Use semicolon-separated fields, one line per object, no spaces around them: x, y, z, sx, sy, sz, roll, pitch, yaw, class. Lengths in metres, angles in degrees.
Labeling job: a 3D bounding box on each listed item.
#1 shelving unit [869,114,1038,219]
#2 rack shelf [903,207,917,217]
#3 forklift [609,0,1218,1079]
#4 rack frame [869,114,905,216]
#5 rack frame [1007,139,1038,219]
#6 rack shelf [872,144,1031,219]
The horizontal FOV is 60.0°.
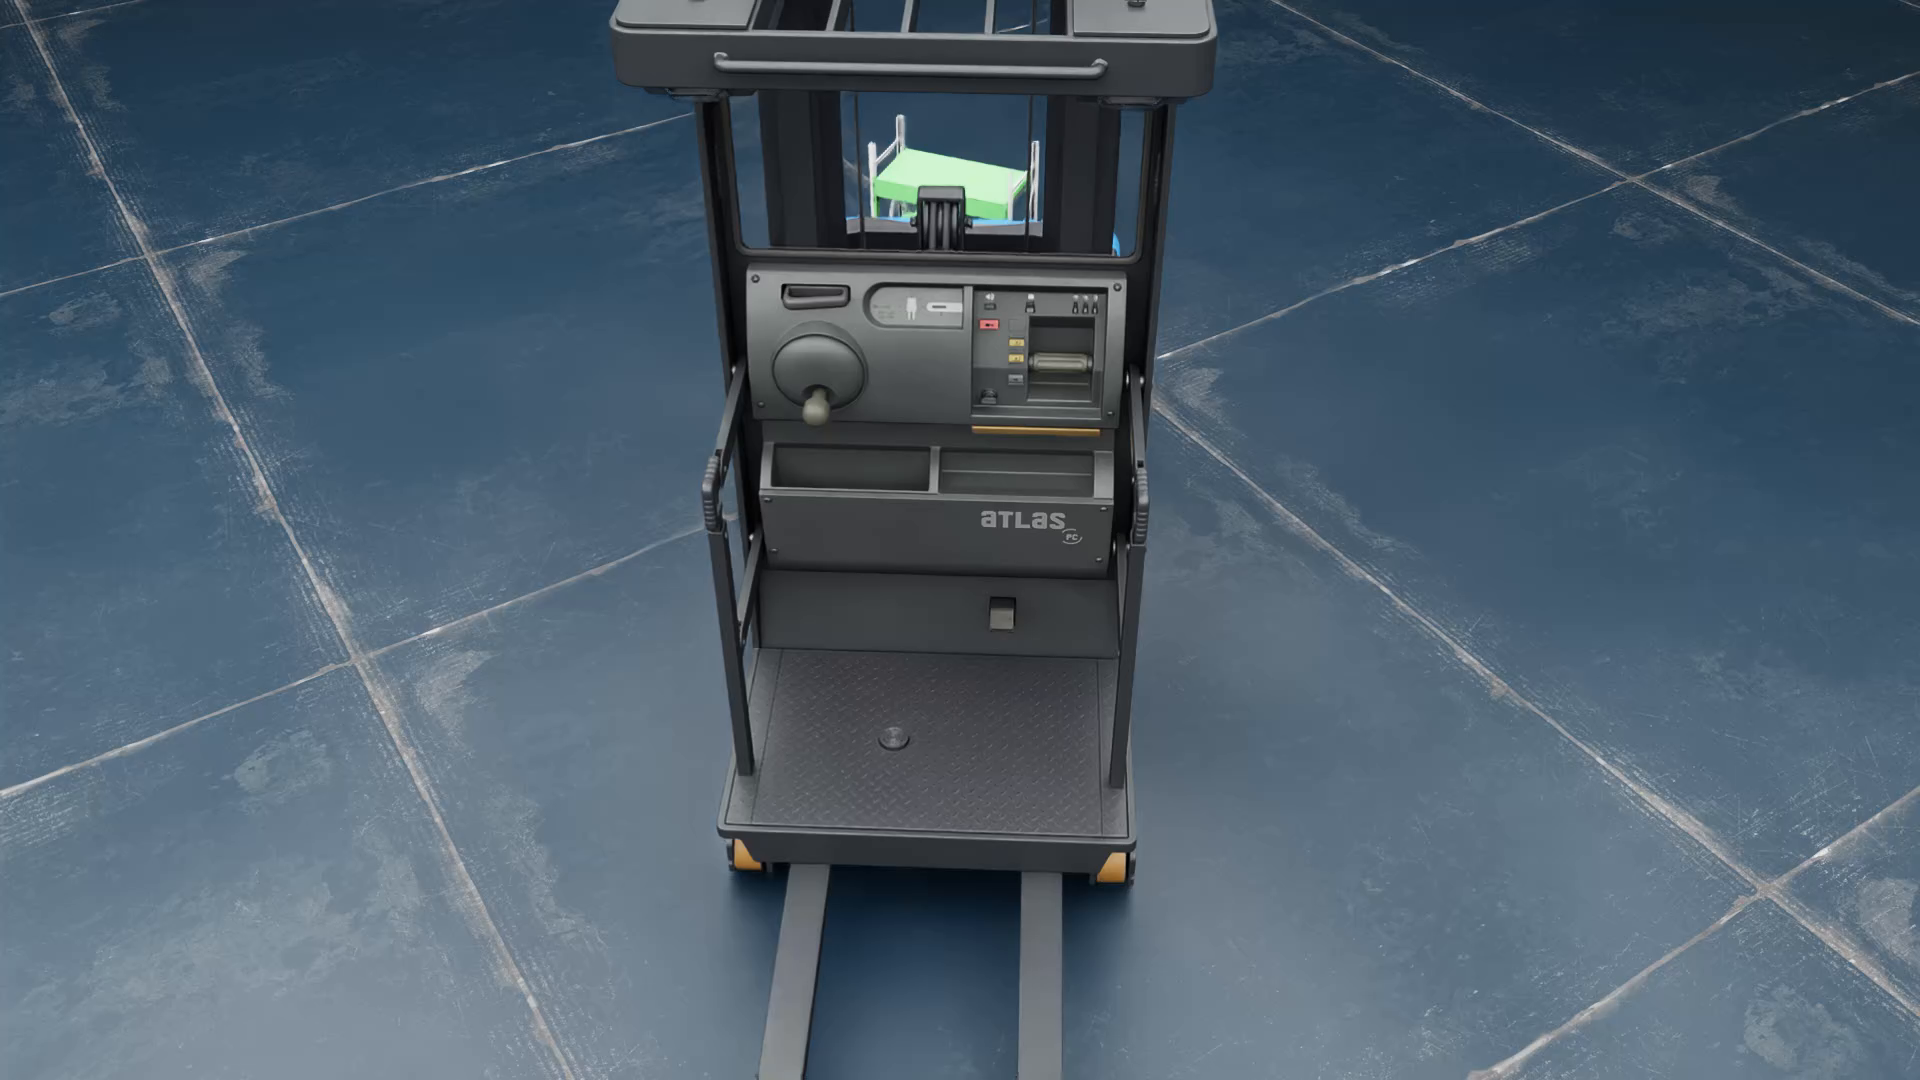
-0.020;-0.842;5.824;0.503;1.200;0.258;15;42;17;shelving unit
-0.020;-0.978;5.711;0.480;0.148;0.258;15;42;17;rack shelf
-0.068;-0.393;3.932;1.130;2.935;3.031;2;40;2;forklift
-0.245;-0.903;5.896;0.015;1.200;0.240;15;42;17;rack frame
0.205;-0.782;5.751;0.015;1.200;0.240;15;42;17;rack frame
-0.020;-1.162;5.557;0.480;0.148;0.258;15;42;17;rack shelf
